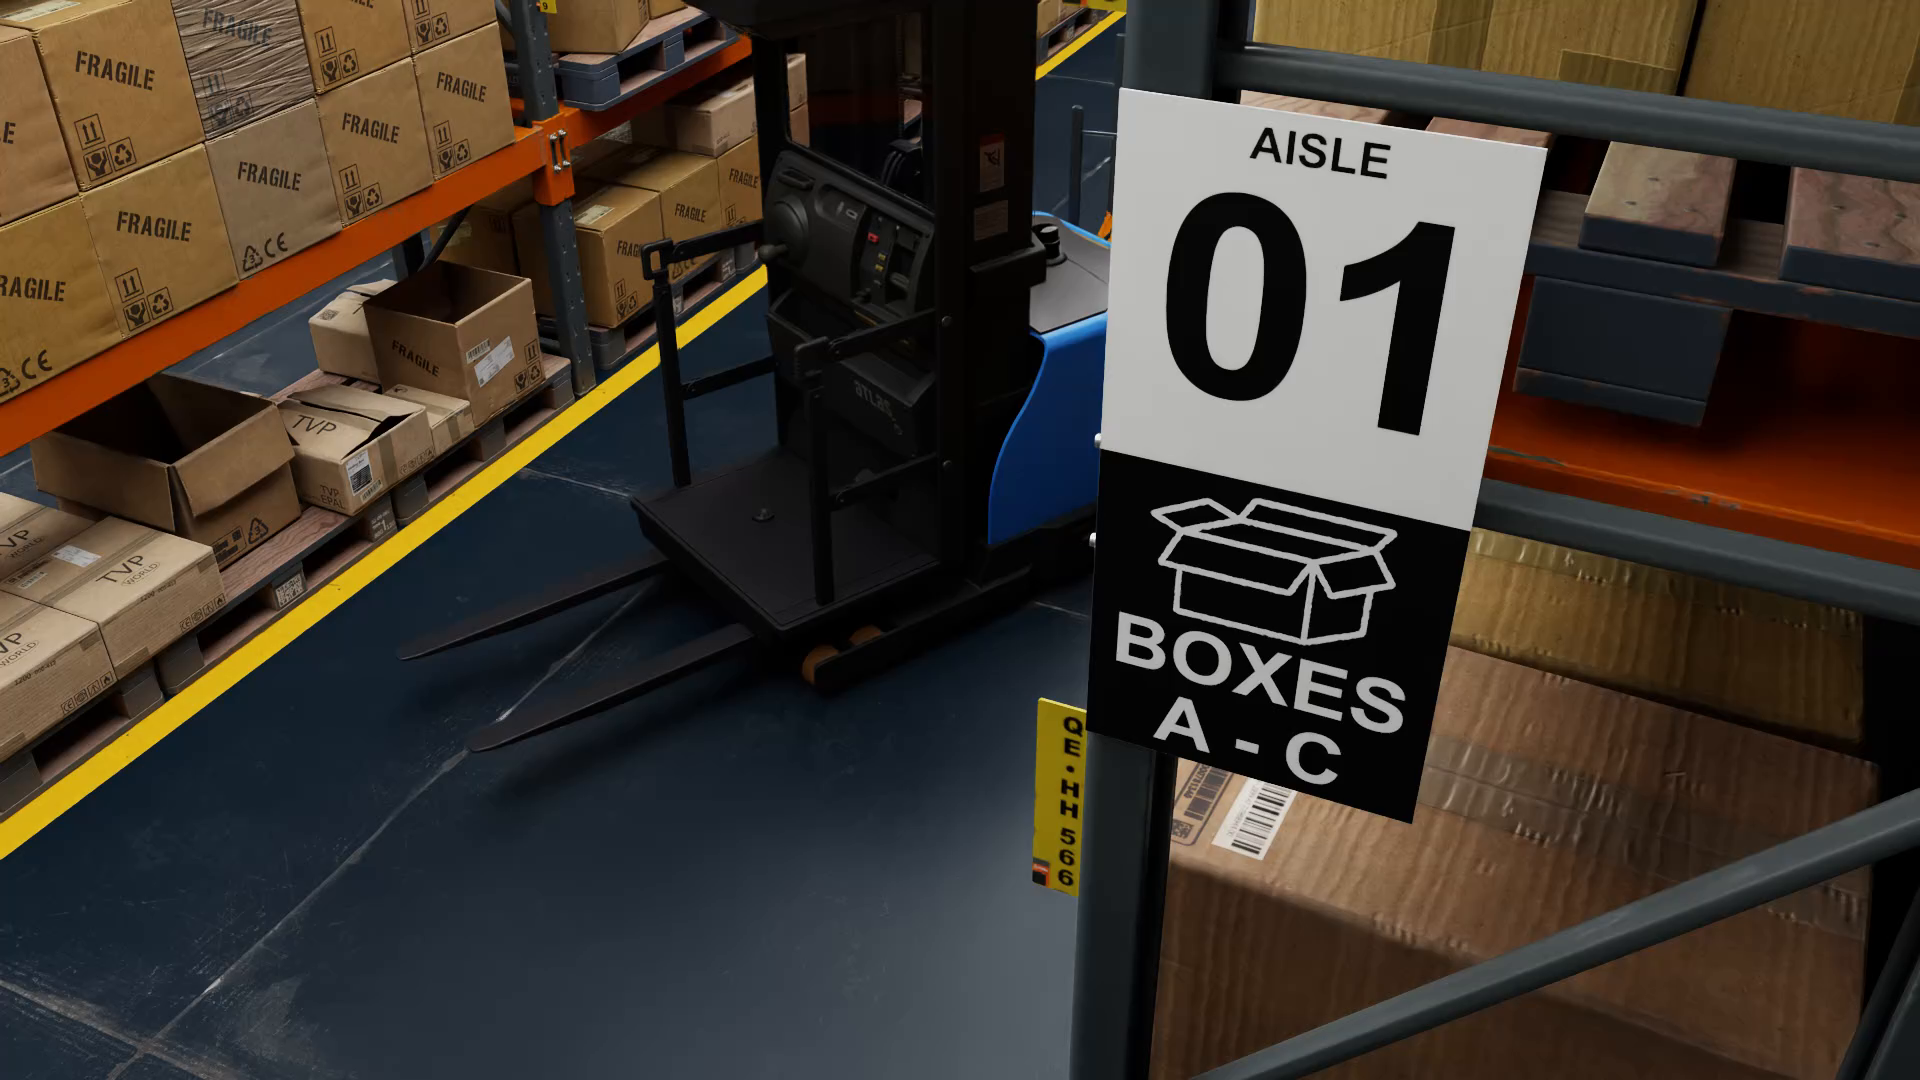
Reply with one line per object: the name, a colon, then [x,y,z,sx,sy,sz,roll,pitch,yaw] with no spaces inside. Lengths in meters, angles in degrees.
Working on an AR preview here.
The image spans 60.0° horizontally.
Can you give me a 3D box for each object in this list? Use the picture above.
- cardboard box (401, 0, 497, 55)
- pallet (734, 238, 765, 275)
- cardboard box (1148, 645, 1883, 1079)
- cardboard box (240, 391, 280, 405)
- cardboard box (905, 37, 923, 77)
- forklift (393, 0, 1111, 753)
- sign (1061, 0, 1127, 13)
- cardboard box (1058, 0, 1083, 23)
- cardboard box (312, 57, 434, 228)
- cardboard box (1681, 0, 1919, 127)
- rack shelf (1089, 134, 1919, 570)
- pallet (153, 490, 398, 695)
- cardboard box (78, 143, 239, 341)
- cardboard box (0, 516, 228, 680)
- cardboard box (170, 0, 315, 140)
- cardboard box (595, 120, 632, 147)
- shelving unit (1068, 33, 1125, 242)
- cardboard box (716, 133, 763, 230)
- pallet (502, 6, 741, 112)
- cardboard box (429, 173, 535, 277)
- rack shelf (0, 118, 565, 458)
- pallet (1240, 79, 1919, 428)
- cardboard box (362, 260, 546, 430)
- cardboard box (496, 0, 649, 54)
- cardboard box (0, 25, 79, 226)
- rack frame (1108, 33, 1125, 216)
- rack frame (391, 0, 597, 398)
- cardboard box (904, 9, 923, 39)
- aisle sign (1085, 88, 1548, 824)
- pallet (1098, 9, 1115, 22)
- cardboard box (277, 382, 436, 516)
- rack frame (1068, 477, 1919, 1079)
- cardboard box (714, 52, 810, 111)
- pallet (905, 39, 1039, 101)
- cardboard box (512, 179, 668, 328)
cardboard box: [-2.170,-2.210,6.382,0.500,0.500,0.500,14,36,21]
pallet: [-1.379,-1.919,9.484,1.003,0.211,1.213,14,36,20]
cardboard box: [0.838,0.683,2.699,0.980,0.700,0.700,16,36,23]
cardboard box: [-2.919,-0.468,6.911,0.380,0.166,0.250,14,36,20]
cardboard box: [-0.034,-3.273,11.131,0.500,0.250,0.500,14,36,20]
forklift: [-0.559,-1.012,5.621,3.031,2.935,1.130,-23,40,-31]
sign: [0.147,-0.658,1.547,0.100,0.325,0.005,14,36,20]
cardboard box: [0.602,-4.039,12.299,0.500,0.250,0.500,15,36,21]
cardboard box: [-2.384,-1.538,6.270,0.500,0.500,0.500,15,36,22]
cardboard box: [1.162,-0.651,1.935,0.500,0.250,0.500,16,37,23]
rack shelf: [1.470,-0.884,3.284,1.077,0.370,4.000,14,36,20]
pallet: [-2.991,0.056,6.472,1.003,0.211,1.213,14,36,20]
cardboard box: [-2.808,-1.028,5.491,0.500,0.500,0.500,15,36,21]
cardboard box: [-2.964,0.193,5.827,0.500,0.250,0.500,14,36,20]
cardboard box: [-2.593,-1.704,5.609,0.500,0.500,0.500,14,36,21]
cardboard box: [-1.823,-2.006,8.952,0.500,0.500,0.500,15,36,21]
shelving unit: [0.819,-1.340,7.425,0.587,1.500,1.083,8,34,12]
cardboard box: [-1.341,-1.901,8.791,0.500,0.500,0.500,15,36,21]
pallet: [-1.760,-2.354,7.780,1.003,0.211,1.213,14,36,20]
cardboard box: [-2.248,-1.512,8.198,0.500,0.500,0.500,14,36,20]
rack shelf: [-3.031,-0.765,5.837,1.077,0.370,4.000,14,36,20]
pallet: [0.934,-0.524,2.159,1.003,0.211,1.213,14,36,20]
cardboard box: [-2.175,-0.851,7.191,0.500,0.500,0.500,14,36,20]
cardboard box: [-1.792,-2.464,7.297,0.700,0.500,0.500,3,33,4]
cardboard box: [-3.017,-1.200,4.841,0.500,0.500,0.500,15,36,21]
rack frame: [0.950,-1.614,7.843,0.500,1.500,0.032,8,34,12]
rack frame: [-2.194,-2.062,7.158,1.000,3.000,0.127,14,36,20]
cardboard box: [-0.034,-3.507,10.977,0.500,0.311,0.500,15,36,22]
aisle sign: [0.331,-0.055,1.727,0.394,0.787,0.004,14,36,20]
pallet: [0.880,-4.504,13.426,1.003,0.211,1.213,14,36,20]
cardboard box: [-2.488,-0.399,6.673,0.500,0.311,0.500,14,36,20]
rack frame: [0.634,1.065,2.390,1.000,3.000,0.127,14,36,20]
cardboard box: [-1.142,-2.447,8.941,0.500,0.250,0.500,13,36,20]
pallet: [-0.140,-3.289,11.573,1.003,0.211,1.213,14,36,20]
cardboard box: [-1.770,-1.385,8.005,0.500,0.500,0.500,13,35,18]
